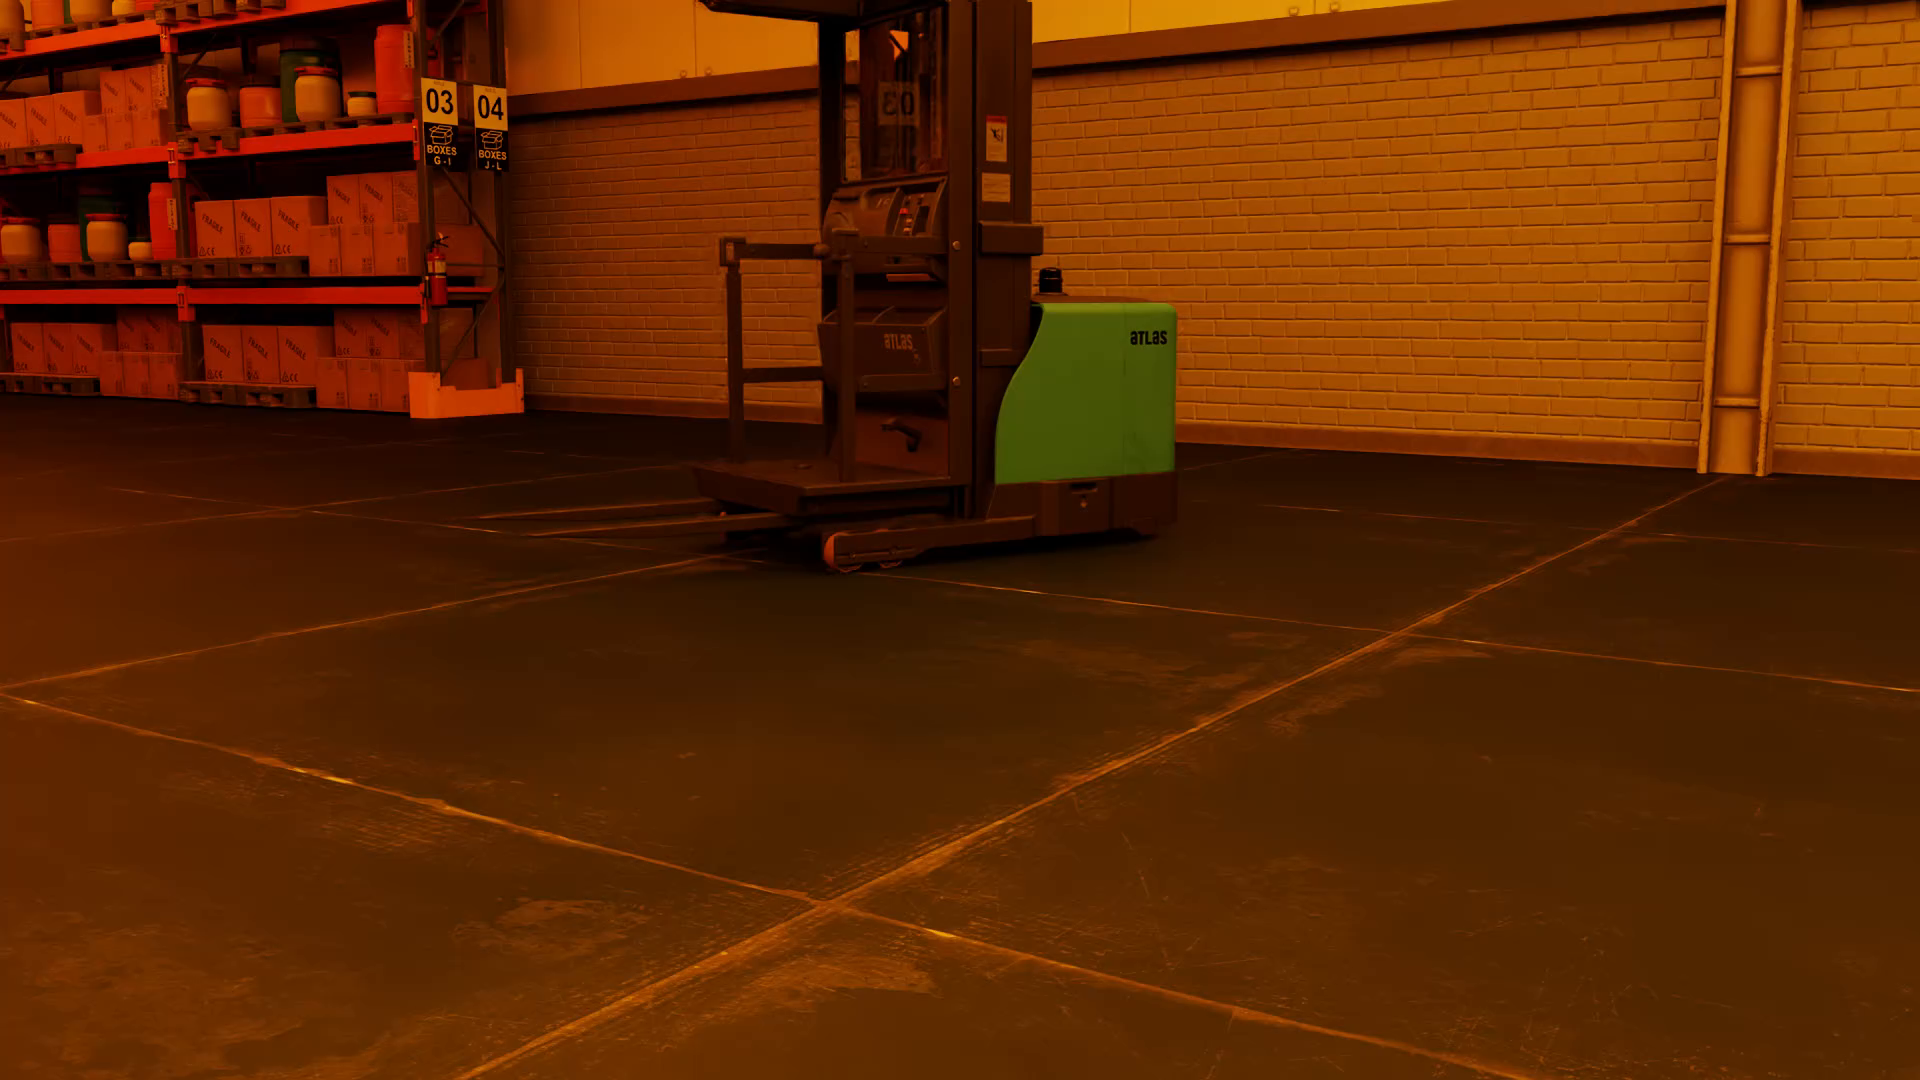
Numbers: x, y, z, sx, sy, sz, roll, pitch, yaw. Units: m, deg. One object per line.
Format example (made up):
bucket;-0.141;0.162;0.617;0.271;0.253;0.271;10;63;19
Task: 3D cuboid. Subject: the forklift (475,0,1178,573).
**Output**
forklift;-0.507;-1.403;7.061;3.031;2.935;1.130;-5;10;-33
